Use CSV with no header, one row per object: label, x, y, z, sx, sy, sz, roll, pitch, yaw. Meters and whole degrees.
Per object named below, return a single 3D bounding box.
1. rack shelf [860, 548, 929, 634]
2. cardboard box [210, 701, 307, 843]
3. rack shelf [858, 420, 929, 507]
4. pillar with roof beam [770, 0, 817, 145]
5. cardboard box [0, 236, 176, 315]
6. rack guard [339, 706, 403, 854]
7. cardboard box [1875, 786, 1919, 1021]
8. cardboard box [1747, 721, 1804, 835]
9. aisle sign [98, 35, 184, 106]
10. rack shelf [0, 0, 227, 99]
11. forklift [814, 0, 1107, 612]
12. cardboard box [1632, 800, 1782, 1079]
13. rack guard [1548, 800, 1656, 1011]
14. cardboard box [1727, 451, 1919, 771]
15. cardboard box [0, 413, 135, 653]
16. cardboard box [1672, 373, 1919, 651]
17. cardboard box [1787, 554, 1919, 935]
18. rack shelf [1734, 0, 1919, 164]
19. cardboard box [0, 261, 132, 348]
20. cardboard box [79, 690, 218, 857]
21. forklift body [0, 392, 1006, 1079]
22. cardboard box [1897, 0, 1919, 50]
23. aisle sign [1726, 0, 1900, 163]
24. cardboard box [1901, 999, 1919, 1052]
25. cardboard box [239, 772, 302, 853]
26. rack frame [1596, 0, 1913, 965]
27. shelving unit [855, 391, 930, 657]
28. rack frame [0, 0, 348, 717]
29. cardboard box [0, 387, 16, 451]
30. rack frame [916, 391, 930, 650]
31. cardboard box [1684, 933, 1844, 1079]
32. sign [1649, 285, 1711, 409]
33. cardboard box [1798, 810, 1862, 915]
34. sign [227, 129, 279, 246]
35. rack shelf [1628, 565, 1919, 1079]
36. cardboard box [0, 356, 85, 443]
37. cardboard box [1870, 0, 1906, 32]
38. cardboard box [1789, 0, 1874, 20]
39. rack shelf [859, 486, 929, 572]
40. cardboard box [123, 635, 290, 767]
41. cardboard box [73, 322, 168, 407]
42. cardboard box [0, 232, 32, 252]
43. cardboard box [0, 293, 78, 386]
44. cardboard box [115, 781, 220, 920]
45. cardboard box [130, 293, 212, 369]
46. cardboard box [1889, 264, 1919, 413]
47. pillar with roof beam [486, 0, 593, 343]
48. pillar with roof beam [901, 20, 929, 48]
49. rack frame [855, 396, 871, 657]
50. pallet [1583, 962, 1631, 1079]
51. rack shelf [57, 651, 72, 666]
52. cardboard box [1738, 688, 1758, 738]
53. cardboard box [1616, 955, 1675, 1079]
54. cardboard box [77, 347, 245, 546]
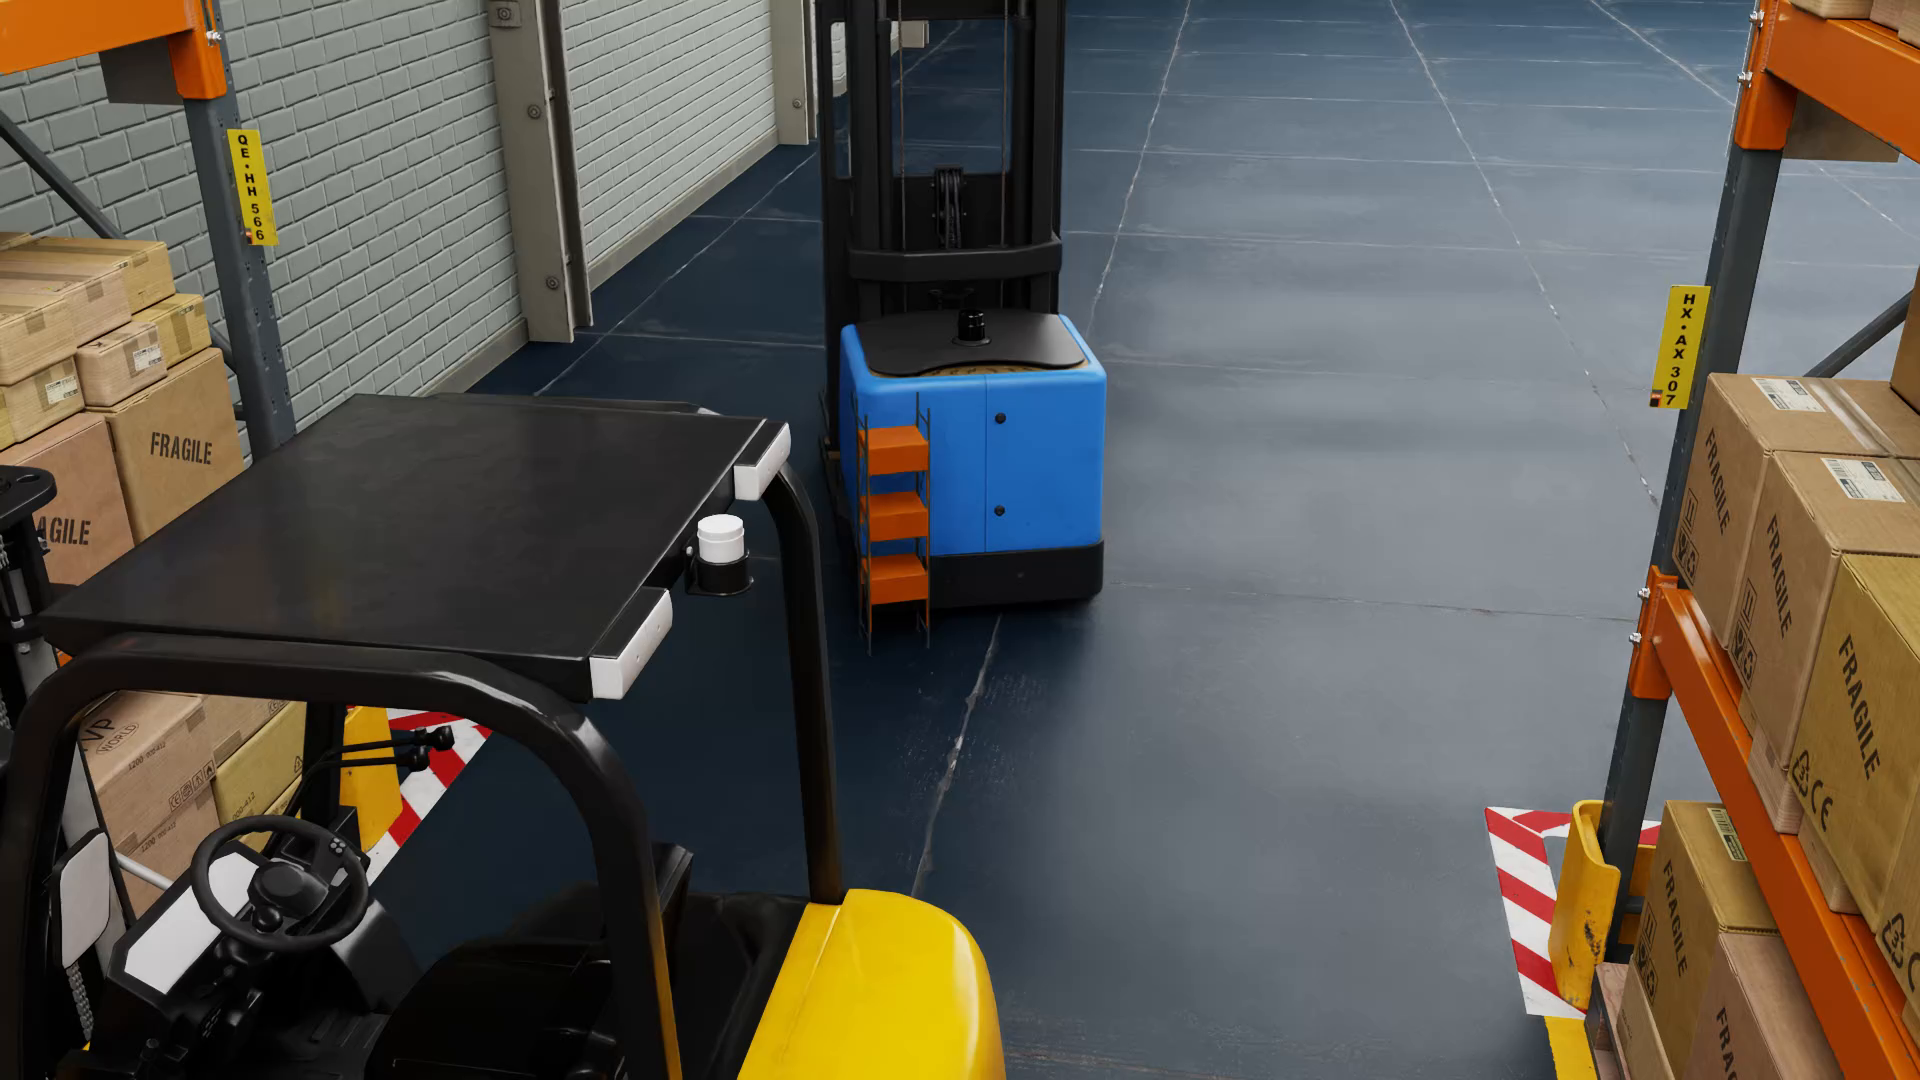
rack shelf,-0.269,0.206,6.746,0.240,0.259,0.215,-6,26,-14
cardboard box,-2.297,0.652,4.977,0.500,0.250,0.500,4,25,8
rack shelf,-0.263,-0.300,6.503,0.240,0.259,0.215,-6,26,-14
pillar with roof beam,2.679,-7.611,13.395,9.100,9.000,0.400,4,25,9
cardboard box,-2.377,-0.711,4.497,0.380,0.149,0.250,4,25,9
rack guard,-2.522,0.720,5.622,1.175,0.500,0.348,4,25,9
cardboard box,1.782,0.583,2.498,0.500,0.500,0.500,4,25,7
cardboard box,1.874,0.497,3.447,0.380,0.149,0.250,4,25,9
aisle sign,-2.226,-1.586,4.535,0.394,0.787,0.004,4,25,9
rack shelf,-2.853,-0.598,2.800,1.077,0.370,4.000,4,25,9
forklift,-0.123,-1.623,7.760,1.130,2.935,3.031,-4,25,-8
cardboard box,1.963,0.984,3.973,0.500,0.500,0.500,3,25,7
rack guard,2.359,1.104,4.801,1.175,0.500,0.348,4,25,9
cardboard box,1.939,0.156,3.409,0.500,0.500,0.500,5,26,10
cardboard box,-2.442,-0.007,4.108,0.500,0.500,0.500,5,26,10
cardboard box,2.020,-0.061,3.873,0.500,0.500,0.500,4,25,8
cardboard box,1.857,0.369,2.954,0.500,0.500,0.500,4,25,7
rack shelf,2.044,-0.256,2.069,1.077,0.370,4.000,4,25,9
cardboard box,-2.387,-0.606,4.272,0.380,0.149,0.250,4,25,9
cardboard box,-2.372,0.629,4.438,0.500,0.250,0.500,4,25,9
forklift body,-1.036,0.902,3.286,2.313,2.155,1.214,4,25,9
cardboard box,1.965,-0.964,3.029,0.380,0.149,0.250,5,25,10
aisle sign,2.076,-1.284,3.889,0.394,0.787,0.004,4,25,9
cardboard box,1.809,0.830,2.734,0.380,0.149,0.250,3,25,7
cardboard box,-2.291,0.872,5.098,0.500,0.250,0.500,4,25,9
rack frame,2.371,-0.060,4.339,1.000,3.000,0.127,4,25,9
shelving unit,-0.266,-0.054,6.621,0.252,1.050,0.215,-6,26,-14
rack frame,-2.526,-0.402,5.070,1.000,3.000,0.127,4,25,9
cardboard box,-2.474,-0.261,3.885,0.380,0.149,0.250,4,25,8
rack frame,-0.148,-0.067,6.651,0.008,1.050,0.200,-6,26,-14
cardboard box,1.882,1.203,3.505,0.500,0.500,0.500,3,25,7
sign,1.836,-0.489,4.236,0.100,0.325,0.005,4,25,9
cardboard box,1.865,0.607,3.211,0.380,0.149,0.250,5,25,10
sign,-1.993,-0.990,4.682,0.100,0.325,0.005,4,25,9
rack shelf,2.044,1.103,2.705,1.077,0.370,4.000,4,25,9
cardboard box,-2.422,-0.363,4.105,0.380,0.149,0.250,4,25,10
cardboard box,2.042,-1.072,3.260,0.380,0.149,0.250,3,25,7
cardboard box,1.997,-1.188,3.508,0.380,0.149,0.250,4,25,9
rack shelf,-0.266,-0.045,6.626,0.240,0.259,0.215,-6,26,-14
cardboard box,-2.294,0.415,4.895,0.500,0.250,0.500,5,26,10
cardboard box,-2.319,-0.468,4.328,0.380,0.149,0.250,4,25,9
cardboard box,-2.792,-0.750,4.580,0.380,0.149,0.250,4,25,8
cardboard box,-2.403,-0.495,4.035,0.380,0.149,0.250,5,25,10
cardboard box,-2.390,0.861,4.531,0.500,0.250,0.500,4,25,8
cardboard box,-2.307,-0.577,4.560,0.380,0.149,0.250,4,25,9
cardboard box,2.503,-0.464,3.554,0.700,0.500,0.500,3,25,7
pillar with roof beam,1.698,-5.101,8.034,9.100,9.000,0.400,4,25,9
pillar with roof beam,3.660,-10.120,18.756,9.100,9.000,0.400,4,25,9
rack frame,-0.384,-0.042,6.592,0.008,1.050,0.200,-6,26,-14
pallet,2.191,1.572,4.142,1.003,0.211,1.213,4,25,9
rack shelf,-2.853,0.760,3.436,1.077,0.370,4.000,4,25,9
cardboard box,1.961,0.394,3.667,0.380,0.149,0.250,3,25,7
cardboard box,1.967,1.314,4.153,0.500,0.250,0.500,4,25,8
cardboard box,-2.348,-0.223,4.571,0.500,0.500,0.500,3,25,7
